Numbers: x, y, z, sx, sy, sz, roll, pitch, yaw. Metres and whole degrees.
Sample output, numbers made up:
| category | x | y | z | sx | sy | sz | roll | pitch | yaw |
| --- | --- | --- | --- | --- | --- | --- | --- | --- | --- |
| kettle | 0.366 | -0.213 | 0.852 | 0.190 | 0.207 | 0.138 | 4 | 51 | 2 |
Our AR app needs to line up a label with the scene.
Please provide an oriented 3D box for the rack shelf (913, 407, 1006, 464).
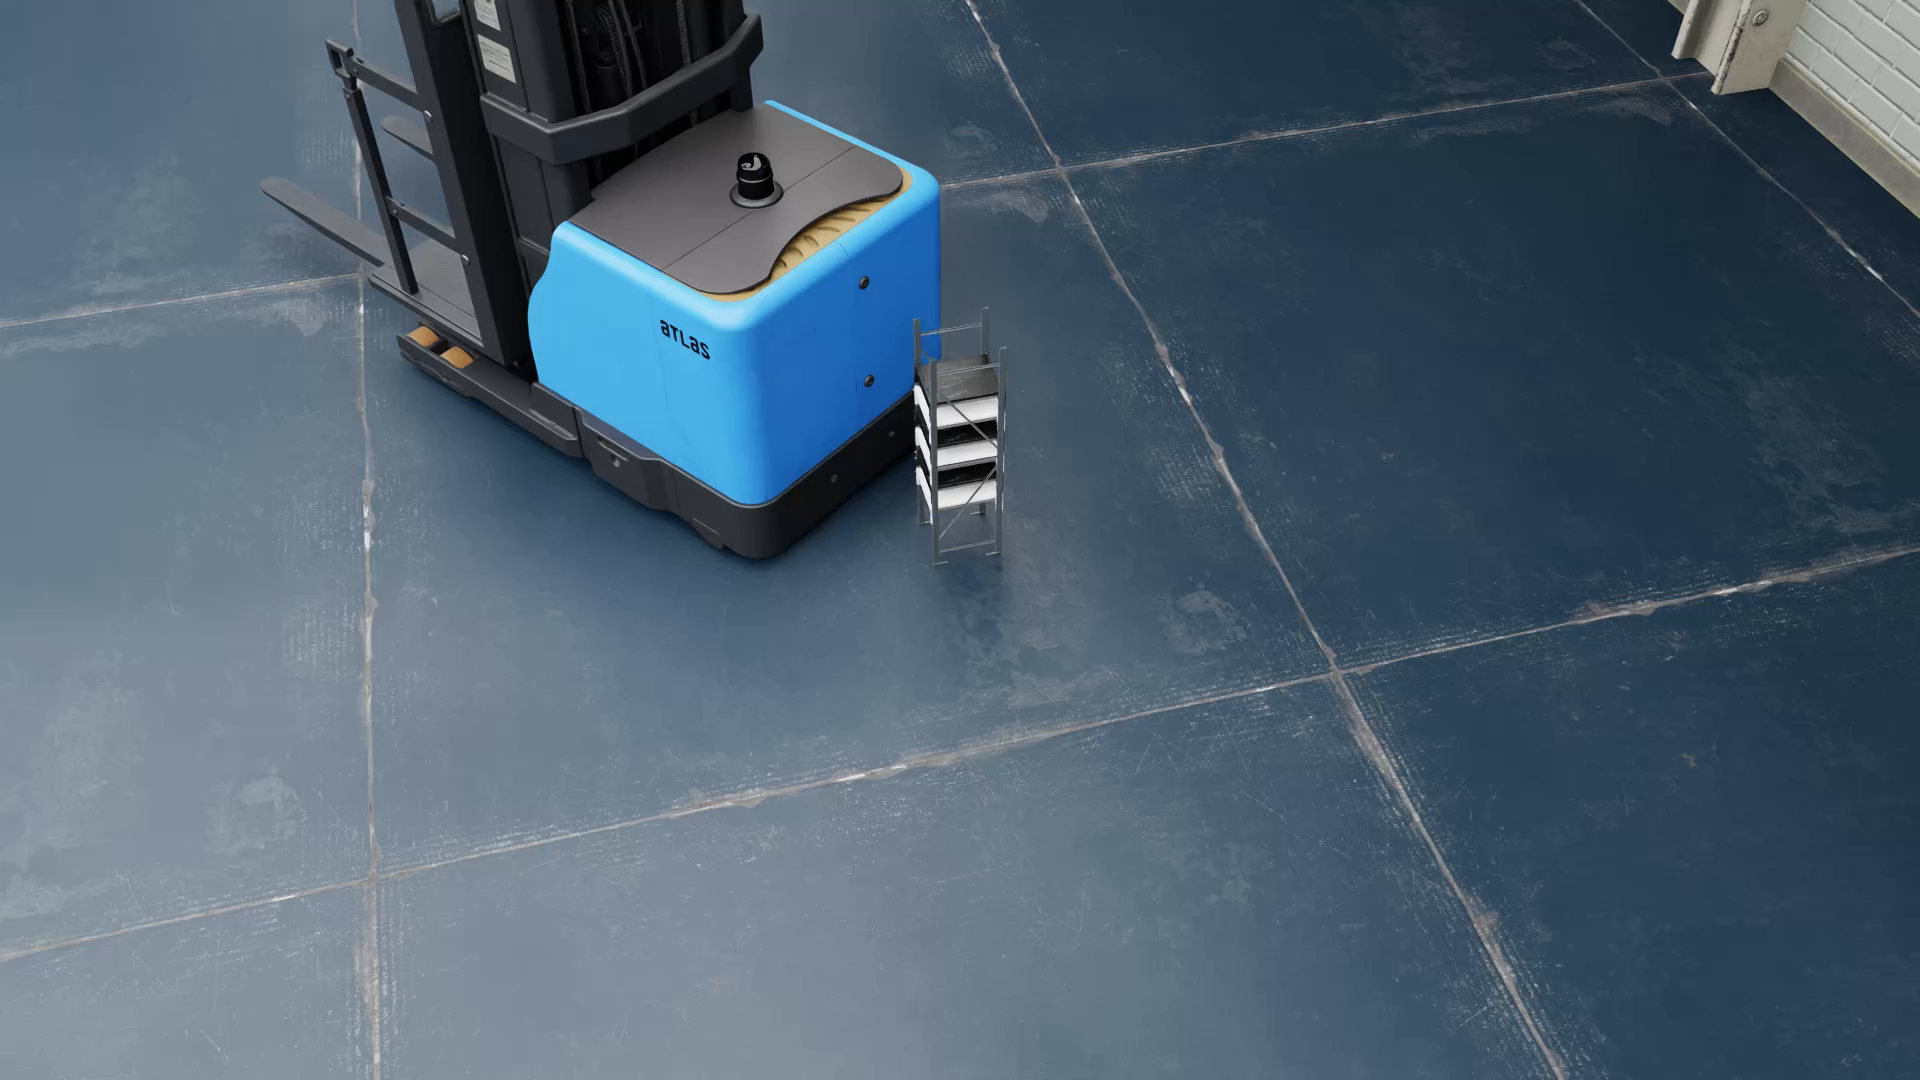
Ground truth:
| category | x | y | z | sx | sy | sz | roll | pitch | yaw |
| --- | --- | --- | --- | --- | --- | --- | --- | --- | --- |
| rack shelf | -0.002 | -0.360 | 5.394 | 0.258 | 0.077 | 0.200 | -11 | 47 | -10 |

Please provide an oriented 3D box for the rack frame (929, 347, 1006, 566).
| category | x | y | z | sx | sy | sz | roll | pitch | yaw |
| --- | --- | --- | --- | --- | --- | --- | --- | --- | --- |
| rack frame | 0.024 | -0.250 | 5.365 | 0.240 | 0.900 | 0.006 | -11 | 47 | -10 |

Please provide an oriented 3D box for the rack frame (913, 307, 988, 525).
| category | x | y | z | sx | sy | sz | roll | pitch | yaw |
| --- | --- | --- | --- | --- | --- | --- | --- | --- | --- |
| rack frame | -0.028 | -0.391 | 5.503 | 0.240 | 0.900 | 0.006 | -11 | 47 | -10 |

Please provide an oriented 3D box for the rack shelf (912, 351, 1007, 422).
| category | x | y | z | sx | sy | sz | roll | pitch | yaw |
| --- | --- | --- | --- | --- | --- | --- | --- | --- | --- |
| rack shelf | -0.002 | -0.486 | 5.265 | 0.258 | 0.077 | 0.200 | -11 | 47 | -10 |

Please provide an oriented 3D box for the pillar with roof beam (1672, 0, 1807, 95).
| category | x | y | z | sx | sy | sz | roll | pitch | yaw |
| --- | --- | --- | --- | --- | --- | --- | --- | --- | --- |
| pillar with roof beam | -0.516 | -4.613 | 3.970 | 9.100 | 9.000 | 0.400 | -11 | 47 | -10 |

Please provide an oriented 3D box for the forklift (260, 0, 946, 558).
| category | x | y | z | sx | sy | sz | roll | pitch | yaw |
| --- | --- | --- | --- | --- | --- | --- | --- | --- | --- |
| forklift | -1.514 | -1.852 | 5.513 | 3.031 | 2.935 | 1.130 | 30 | 53 | 26 |

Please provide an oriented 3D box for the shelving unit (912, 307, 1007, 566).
| category | x | y | z | sx | sy | sz | roll | pitch | yaw |
| --- | --- | --- | --- | --- | --- | --- | --- | --- | --- |
| shelving unit | -0.002 | -0.321 | 5.434 | 0.258 | 0.900 | 0.210 | -11 | 47 | -10 |

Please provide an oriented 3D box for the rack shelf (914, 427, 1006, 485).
| category | x | y | z | sx | sy | sz | roll | pitch | yaw |
| --- | --- | --- | --- | --- | --- | --- | --- | --- | --- |
| rack shelf | -0.002 | -0.297 | 5.458 | 0.258 | 0.077 | 0.200 | -11 | 47 | -10 |

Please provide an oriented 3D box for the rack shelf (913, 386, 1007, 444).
| category | x | y | z | sx | sy | sz | roll | pitch | yaw |
| --- | --- | --- | --- | --- | --- | --- | --- | --- | --- |
| rack shelf | -0.002 | -0.423 | 5.329 | 0.258 | 0.077 | 0.200 | -11 | 47 | -10 |

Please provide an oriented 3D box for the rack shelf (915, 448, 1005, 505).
| category | x | y | z | sx | sy | sz | roll | pitch | yaw |
| --- | --- | --- | --- | --- | --- | --- | --- | --- | --- |
| rack shelf | -0.002 | -0.234 | 5.522 | 0.258 | 0.077 | 0.200 | -11 | 47 | -10 |

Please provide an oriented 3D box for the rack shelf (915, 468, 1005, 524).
| category | x | y | z | sx | sy | sz | roll | pitch | yaw |
| --- | --- | --- | --- | --- | --- | --- | --- | --- | --- |
| rack shelf | -0.002 | -0.171 | 5.586 | 0.258 | 0.077 | 0.200 | -11 | 47 | -10 |
